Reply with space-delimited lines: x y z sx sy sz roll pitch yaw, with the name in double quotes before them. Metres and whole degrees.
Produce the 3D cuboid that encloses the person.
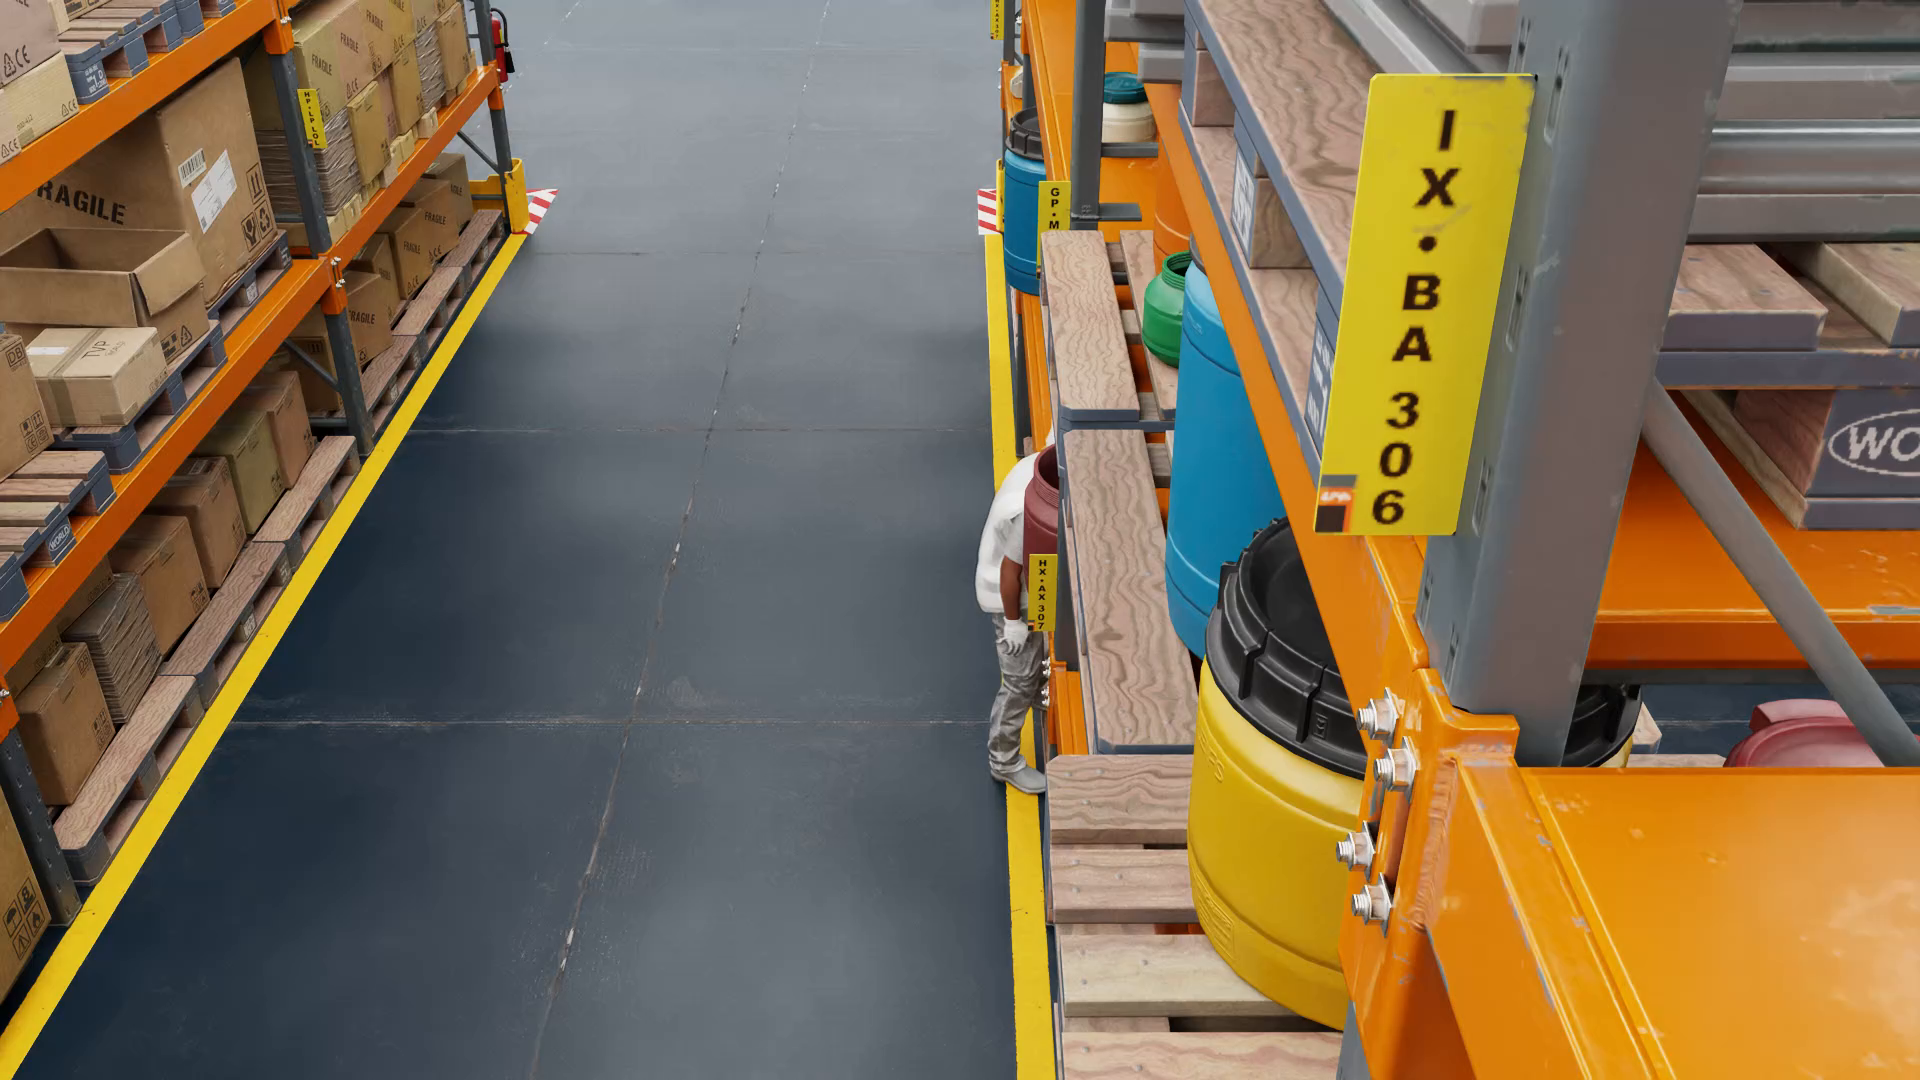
"person" 0.349 0.246 7.242 0.541 1.750 0.628 7 32 11
